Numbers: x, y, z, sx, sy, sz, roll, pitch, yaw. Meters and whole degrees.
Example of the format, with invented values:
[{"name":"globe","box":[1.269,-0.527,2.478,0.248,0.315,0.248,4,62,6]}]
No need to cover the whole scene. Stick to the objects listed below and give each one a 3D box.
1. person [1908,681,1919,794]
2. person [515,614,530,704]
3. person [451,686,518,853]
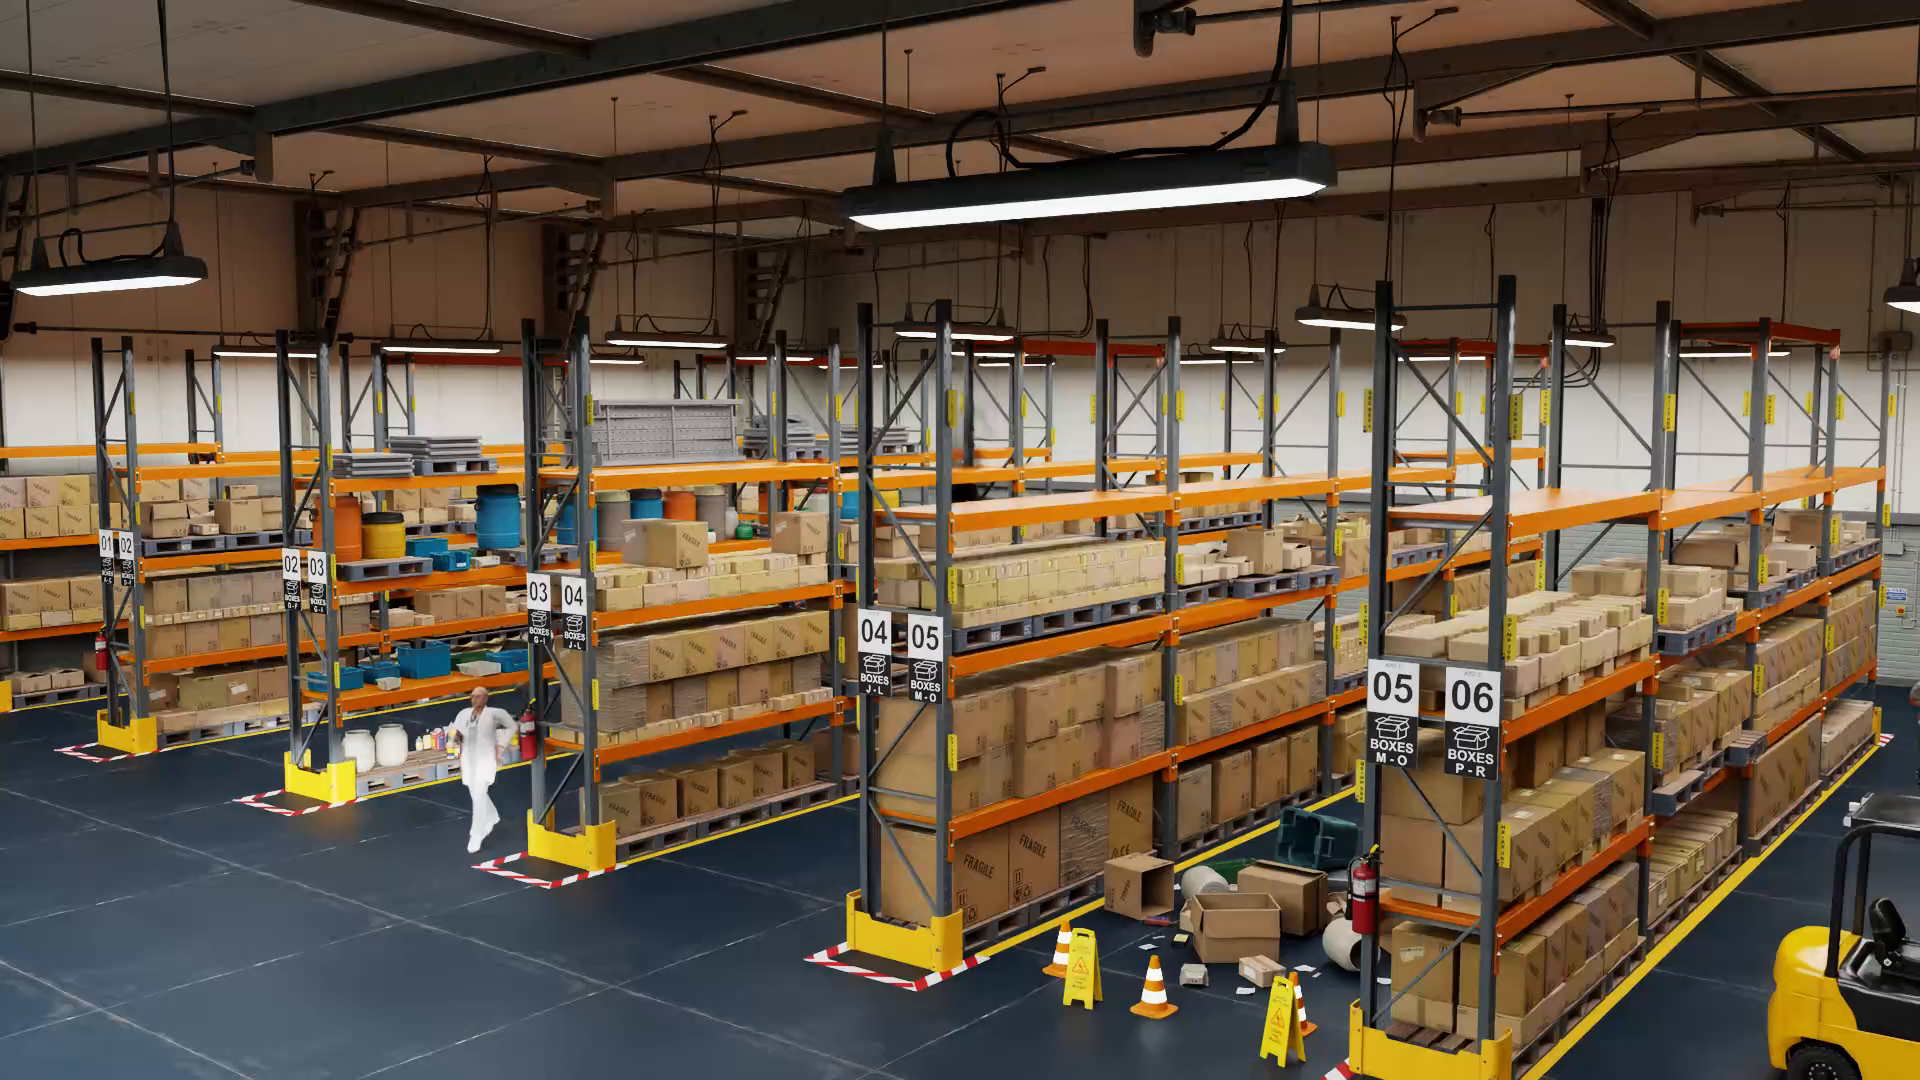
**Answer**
[{"name":"person","box":[12.513,2.413,21.330,0.651,1.807,0.878,4,6,37]},{"name":"person","box":[-6.883,2.000,26.674,0.593,1.660,0.624,3,6,28]},{"name":"person","box":[-5.527,2.599,19.177,0.692,1.834,0.847,1,5,15]}]
